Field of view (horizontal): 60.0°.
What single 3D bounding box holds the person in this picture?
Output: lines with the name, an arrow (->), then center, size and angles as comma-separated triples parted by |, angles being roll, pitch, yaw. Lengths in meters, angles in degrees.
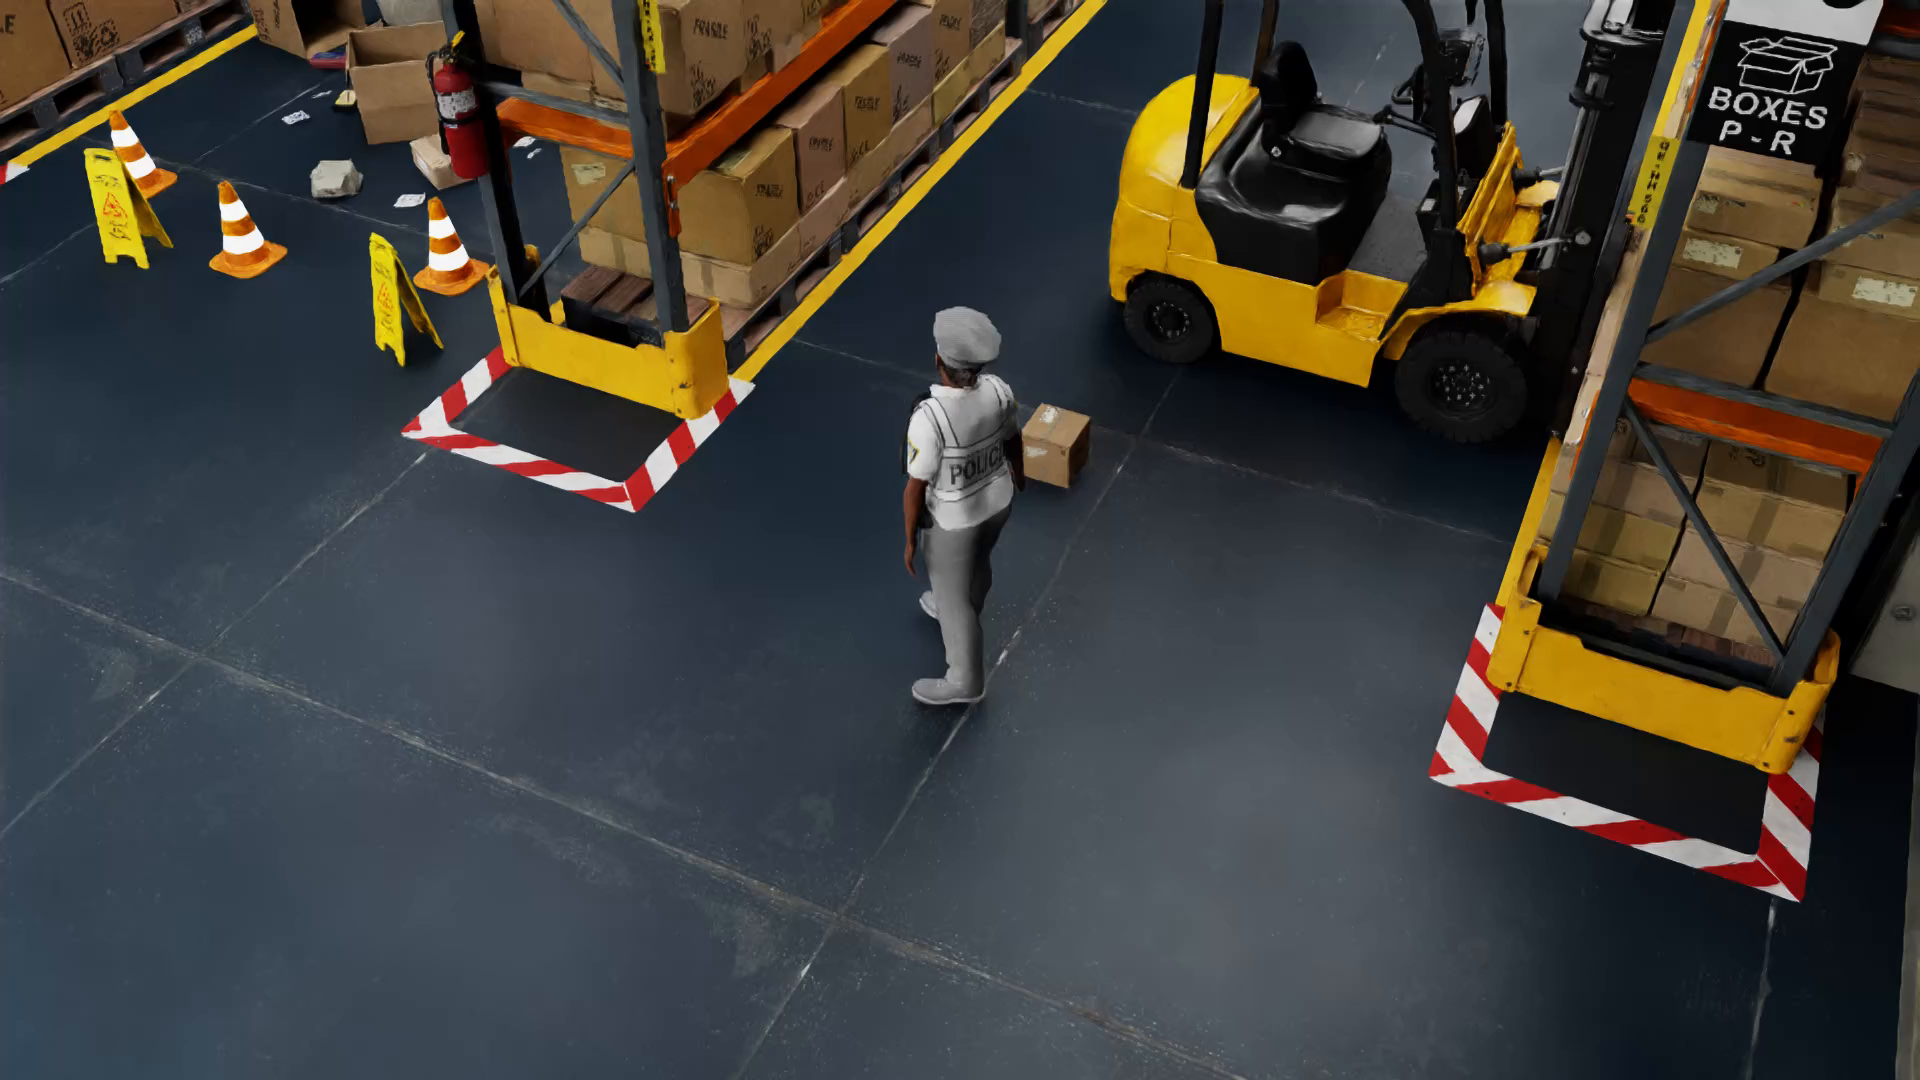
person -> -0.018, -0.167, 6.308 | 0.643, 1.667, 0.583 | -32, 51, -30
